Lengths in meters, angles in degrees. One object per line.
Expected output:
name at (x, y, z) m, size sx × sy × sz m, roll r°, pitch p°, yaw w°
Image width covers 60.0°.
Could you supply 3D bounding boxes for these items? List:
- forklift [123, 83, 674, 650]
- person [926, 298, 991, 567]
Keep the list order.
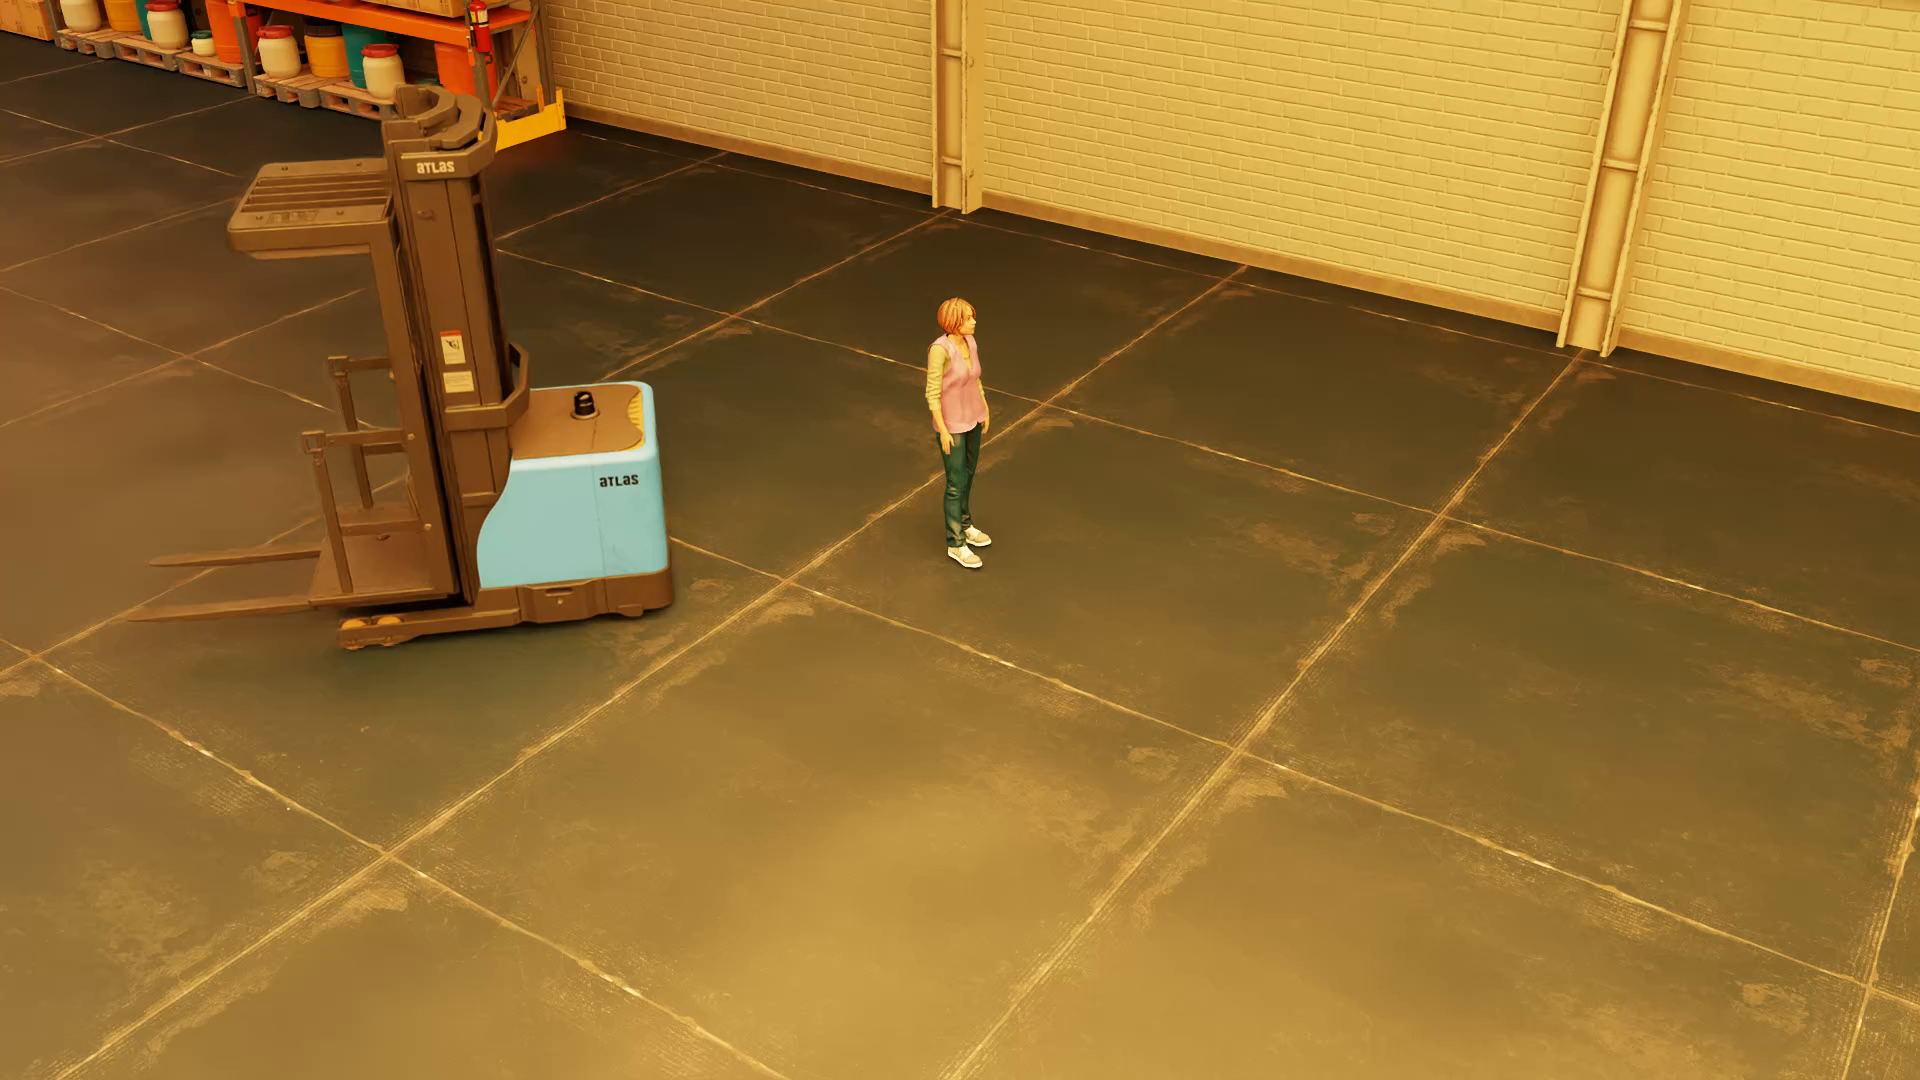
forklift at (-3.248, -0.934, 9.189) m, size 3.031 × 2.935 × 1.130 m, roll -5°, pitch 31°, yaw -9°
person at (0.053, -0.670, 10.050) m, size 0.475 × 1.596 × 0.520 m, roll 19°, pitch 35°, yaw 29°
